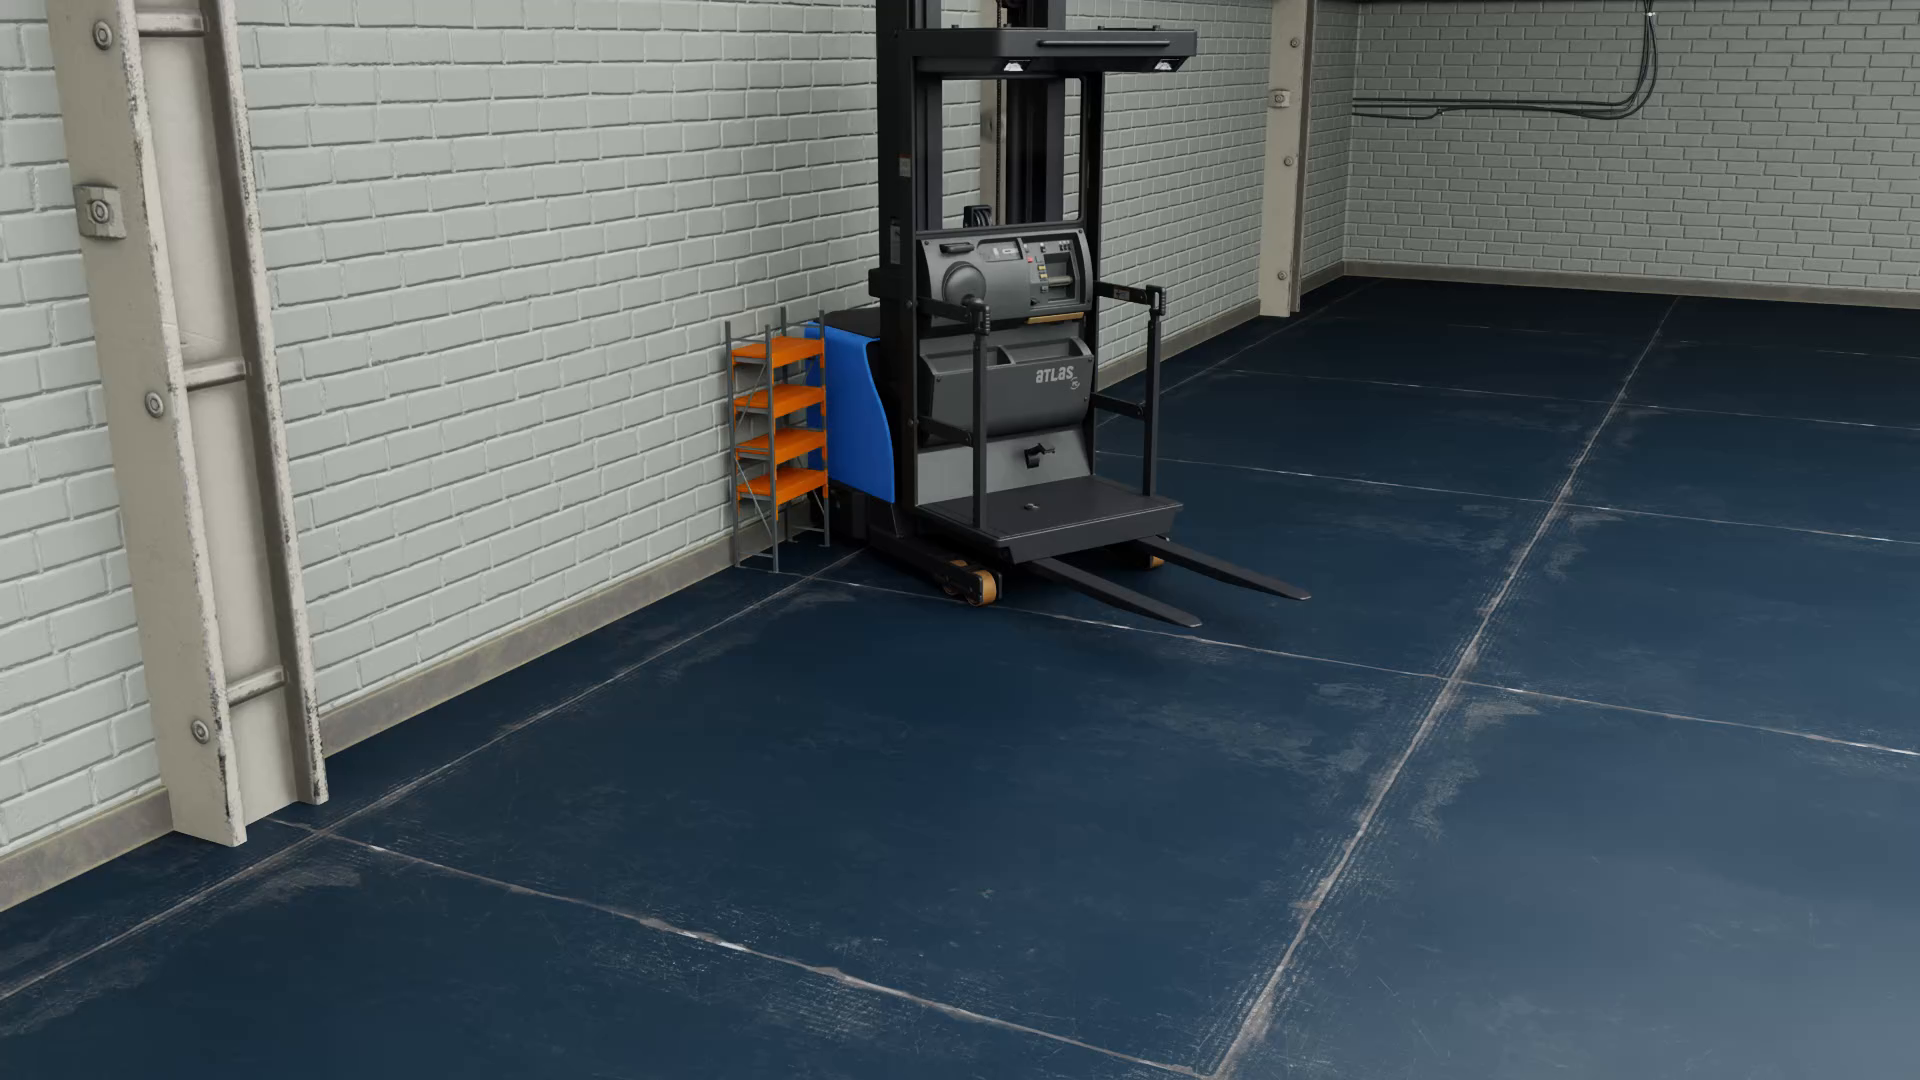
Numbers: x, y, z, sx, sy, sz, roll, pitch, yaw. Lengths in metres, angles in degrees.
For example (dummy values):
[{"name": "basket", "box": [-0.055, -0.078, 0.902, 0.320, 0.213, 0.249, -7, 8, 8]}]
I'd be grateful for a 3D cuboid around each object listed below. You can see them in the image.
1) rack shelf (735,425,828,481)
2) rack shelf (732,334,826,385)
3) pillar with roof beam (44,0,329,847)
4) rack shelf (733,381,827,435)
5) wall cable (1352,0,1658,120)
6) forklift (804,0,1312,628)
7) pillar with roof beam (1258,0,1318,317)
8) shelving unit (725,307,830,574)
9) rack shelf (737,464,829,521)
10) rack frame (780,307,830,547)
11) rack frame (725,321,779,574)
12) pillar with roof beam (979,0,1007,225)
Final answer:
[{"name": "rack shelf", "box": [-0.876, -0.427, 8.091, 0.258, 0.148, 0.480, 8, 18, 25]}, {"name": "rack shelf", "box": [-0.876, -0.868, 7.960, 0.258, 0.148, 0.480, 8, 18, 25]}, {"name": "pillar with roof beam", "box": [1.507, -2.865, 2.365, 9.100, 9.000, 0.400, 8, 18, 25]}, {"name": "rack shelf", "box": [-0.876, -0.641, 8.027, 0.258, 0.148, 0.480, 8, 18, 25]}, {"name": "wall cable", "box": [5.517, -5.563, 16.902, 3.097, 2.526, 0.112, 8, 18, 25]}, {"name": "forklift", "box": [0.348, -1.258, 7.612, 1.130, 2.935, 3.031, -11, 20, -32]}, {"name": "pillar with roof beam", "box": [6.869, -5.922, 12.656, 9.100, 9.000, 0.400, 8, 18, 25]}, {"name": "shelving unit", "box": [-0.876, -0.491, 8.072, 0.258, 1.200, 0.503, 8, 18, 25]}, {"name": "rack shelf", "box": [-0.876, -0.237, 8.147, 0.258, 0.148, 0.480, 8, 18, 25]}, {"name": "rack frame", "box": [-0.770, -0.554, 8.282, 0.240, 1.200, 0.015, 8, 18, 25]}, {"name": "rack frame", "box": [-0.982, -0.429, 7.861, 0.240, 1.200, 0.015, 8, 18, 25]}, {"name": "pillar with roof beam", "box": [4.188, -4.393, 7.511, 9.100, 9.000, 0.400, 8, 18, 25]}]
